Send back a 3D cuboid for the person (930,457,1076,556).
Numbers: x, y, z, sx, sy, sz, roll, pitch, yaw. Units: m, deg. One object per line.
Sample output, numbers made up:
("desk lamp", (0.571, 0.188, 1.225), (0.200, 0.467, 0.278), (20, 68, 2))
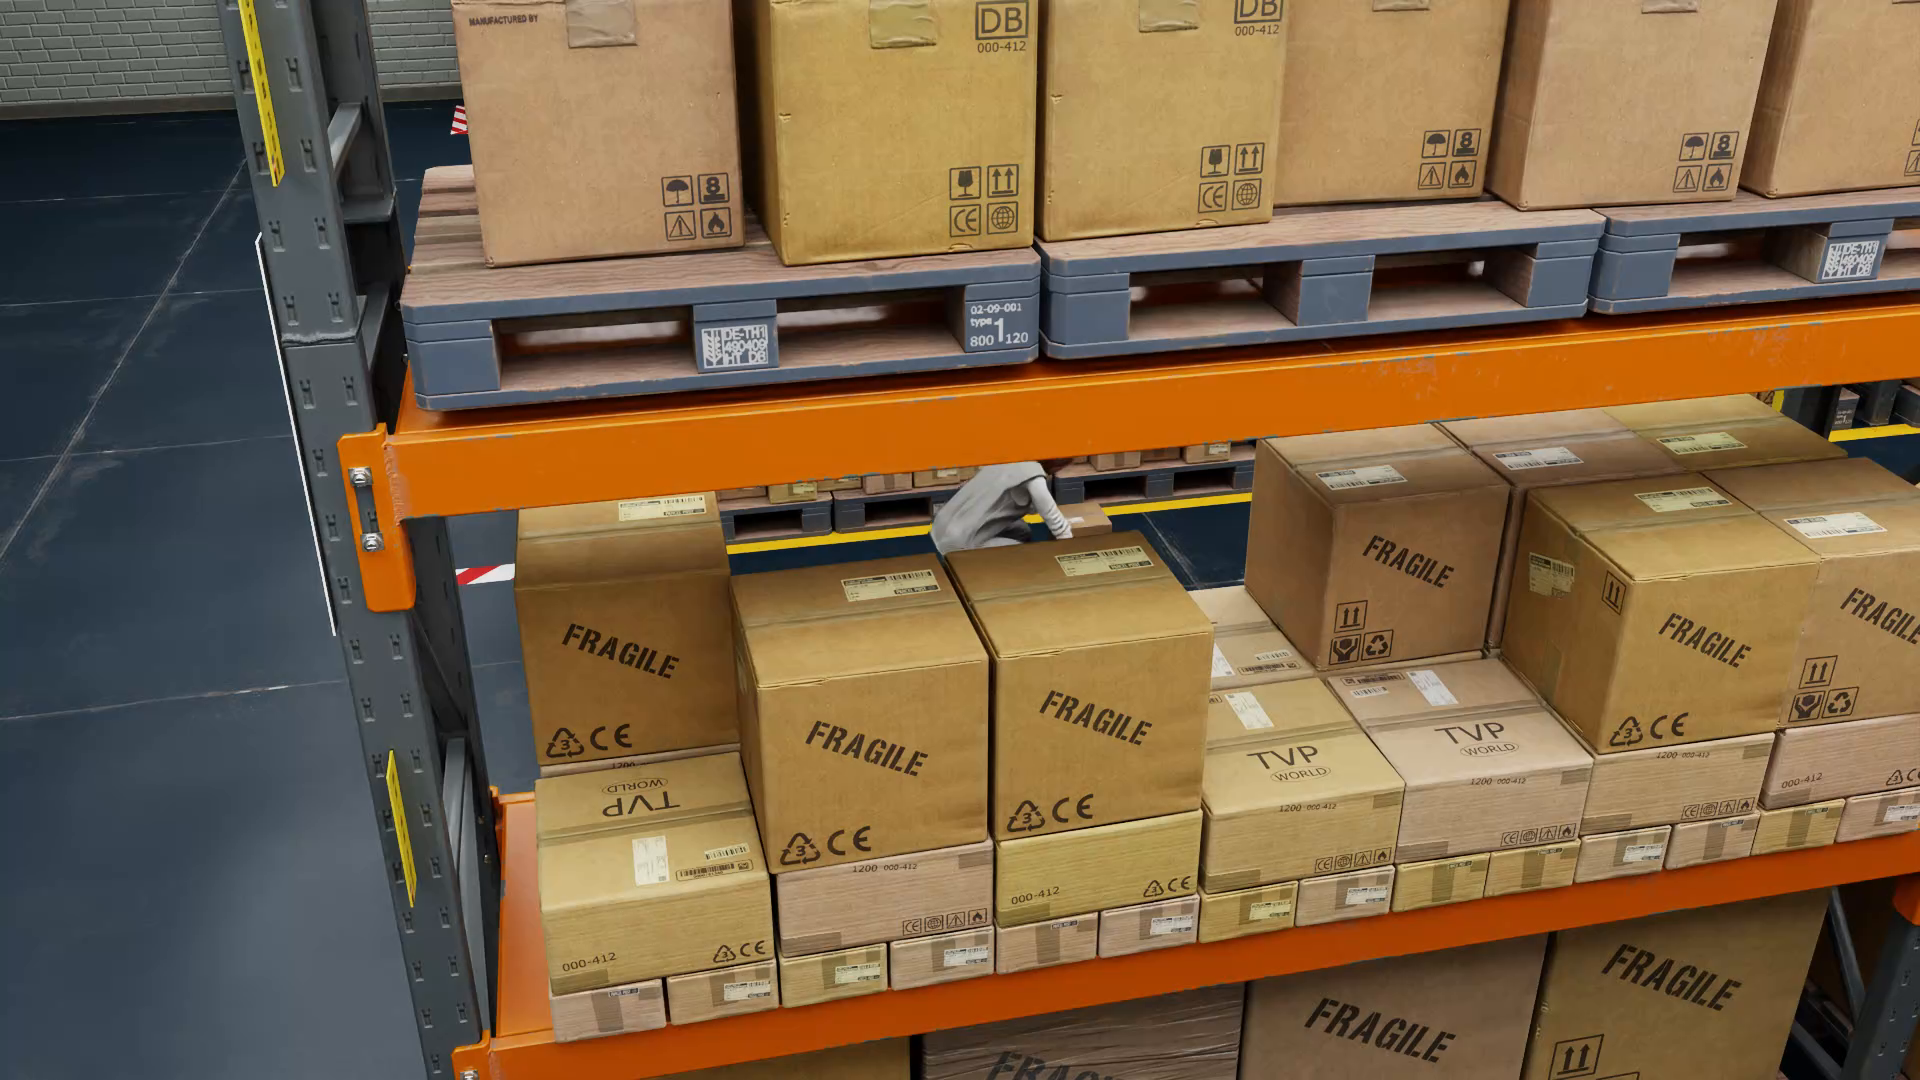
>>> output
("person", (0.261, -0.080, 8.070), (0.828, 0.892, 0.427), (-7, 28, -12))
